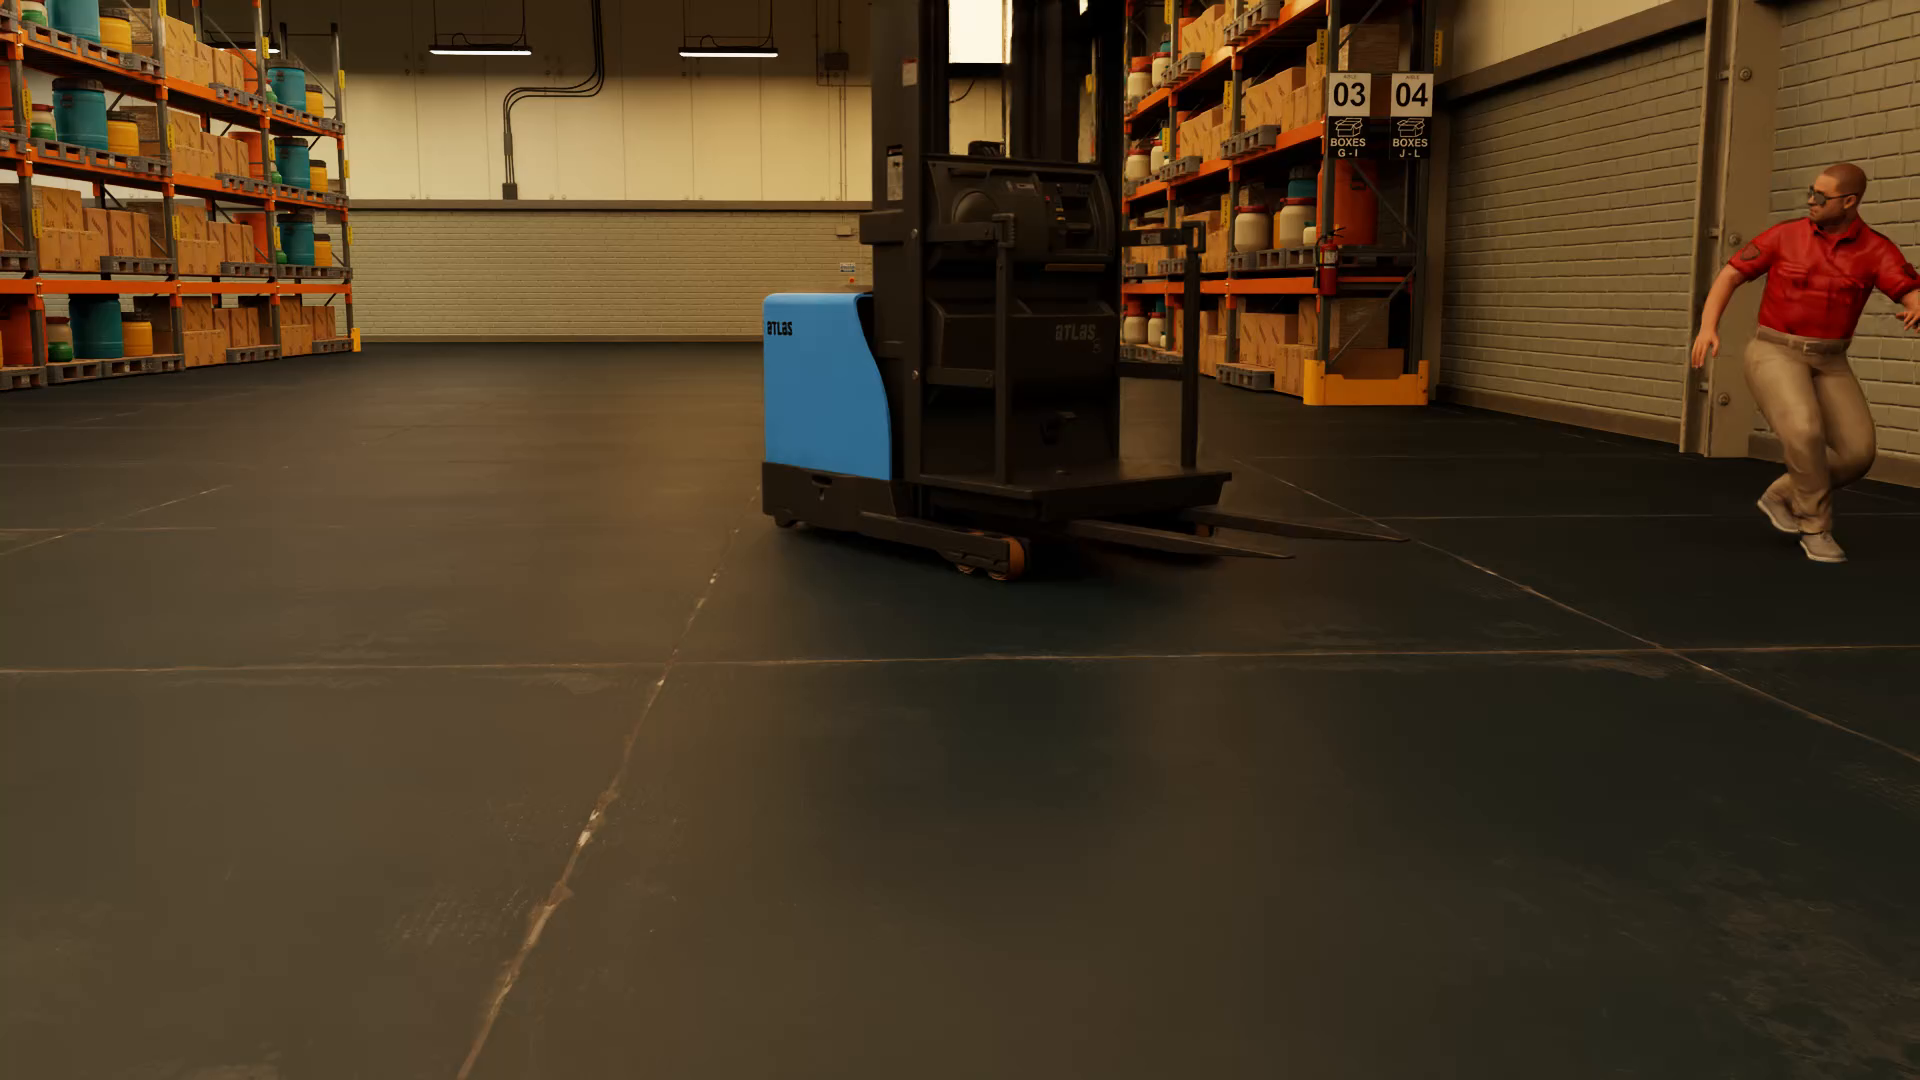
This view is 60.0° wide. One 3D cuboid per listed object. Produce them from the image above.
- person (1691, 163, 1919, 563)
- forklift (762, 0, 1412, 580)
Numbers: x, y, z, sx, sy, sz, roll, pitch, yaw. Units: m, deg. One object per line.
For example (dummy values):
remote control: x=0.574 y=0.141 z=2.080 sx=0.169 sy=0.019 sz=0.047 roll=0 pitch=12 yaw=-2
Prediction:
person: x=3.482 y=-0.731 z=6.831 sx=0.886 sy=1.604 sz=0.851 roll=0 pitch=8 yaw=3
forklift: x=0.391 y=-1.379 z=6.615 sx=1.130 sy=2.935 sz=3.031 roll=-7 pitch=11 yaw=-37
